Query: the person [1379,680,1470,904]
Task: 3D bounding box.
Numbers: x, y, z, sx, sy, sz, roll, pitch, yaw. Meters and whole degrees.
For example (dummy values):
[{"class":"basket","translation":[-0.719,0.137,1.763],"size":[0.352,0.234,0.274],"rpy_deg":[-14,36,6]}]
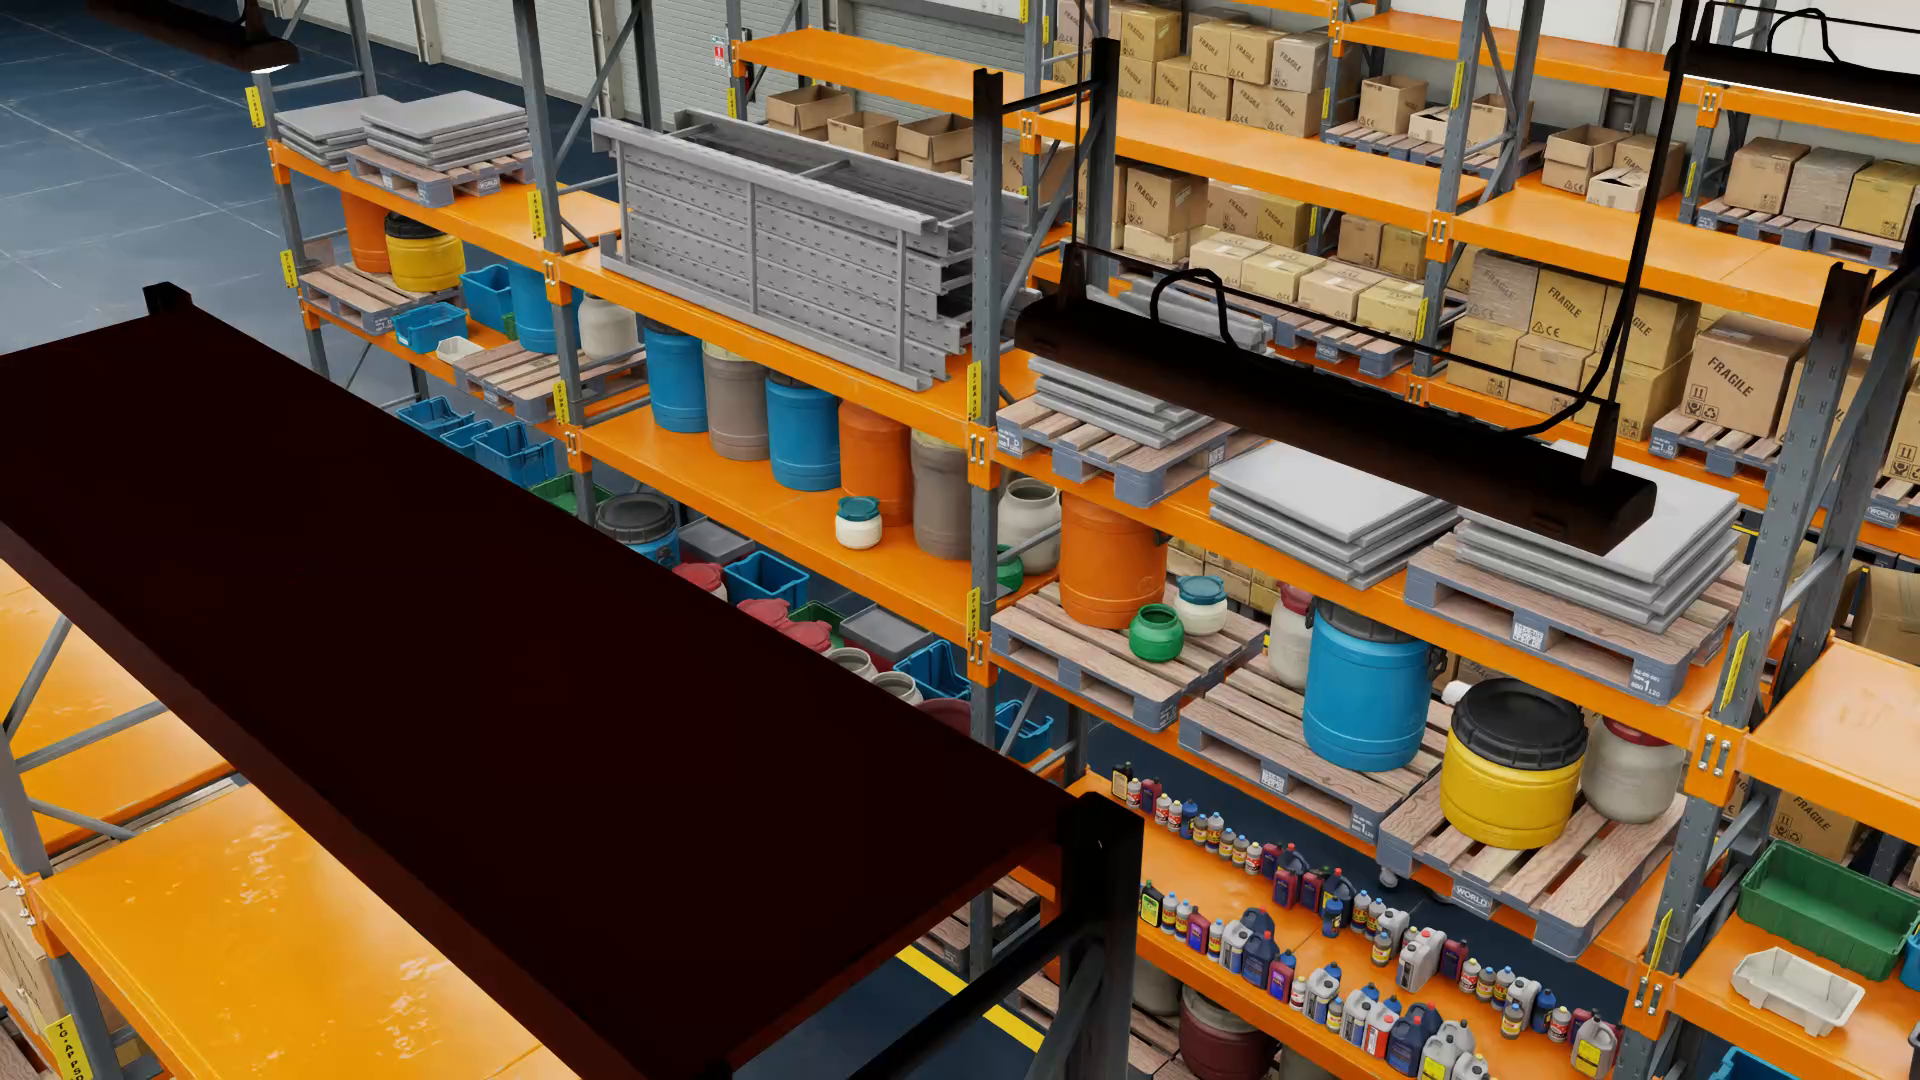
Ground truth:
[{"class":"person","translation":[3.267,1.695,11.421],"size":[0.595,1.790,0.515],"rpy_deg":[-8,30,-15]}]
